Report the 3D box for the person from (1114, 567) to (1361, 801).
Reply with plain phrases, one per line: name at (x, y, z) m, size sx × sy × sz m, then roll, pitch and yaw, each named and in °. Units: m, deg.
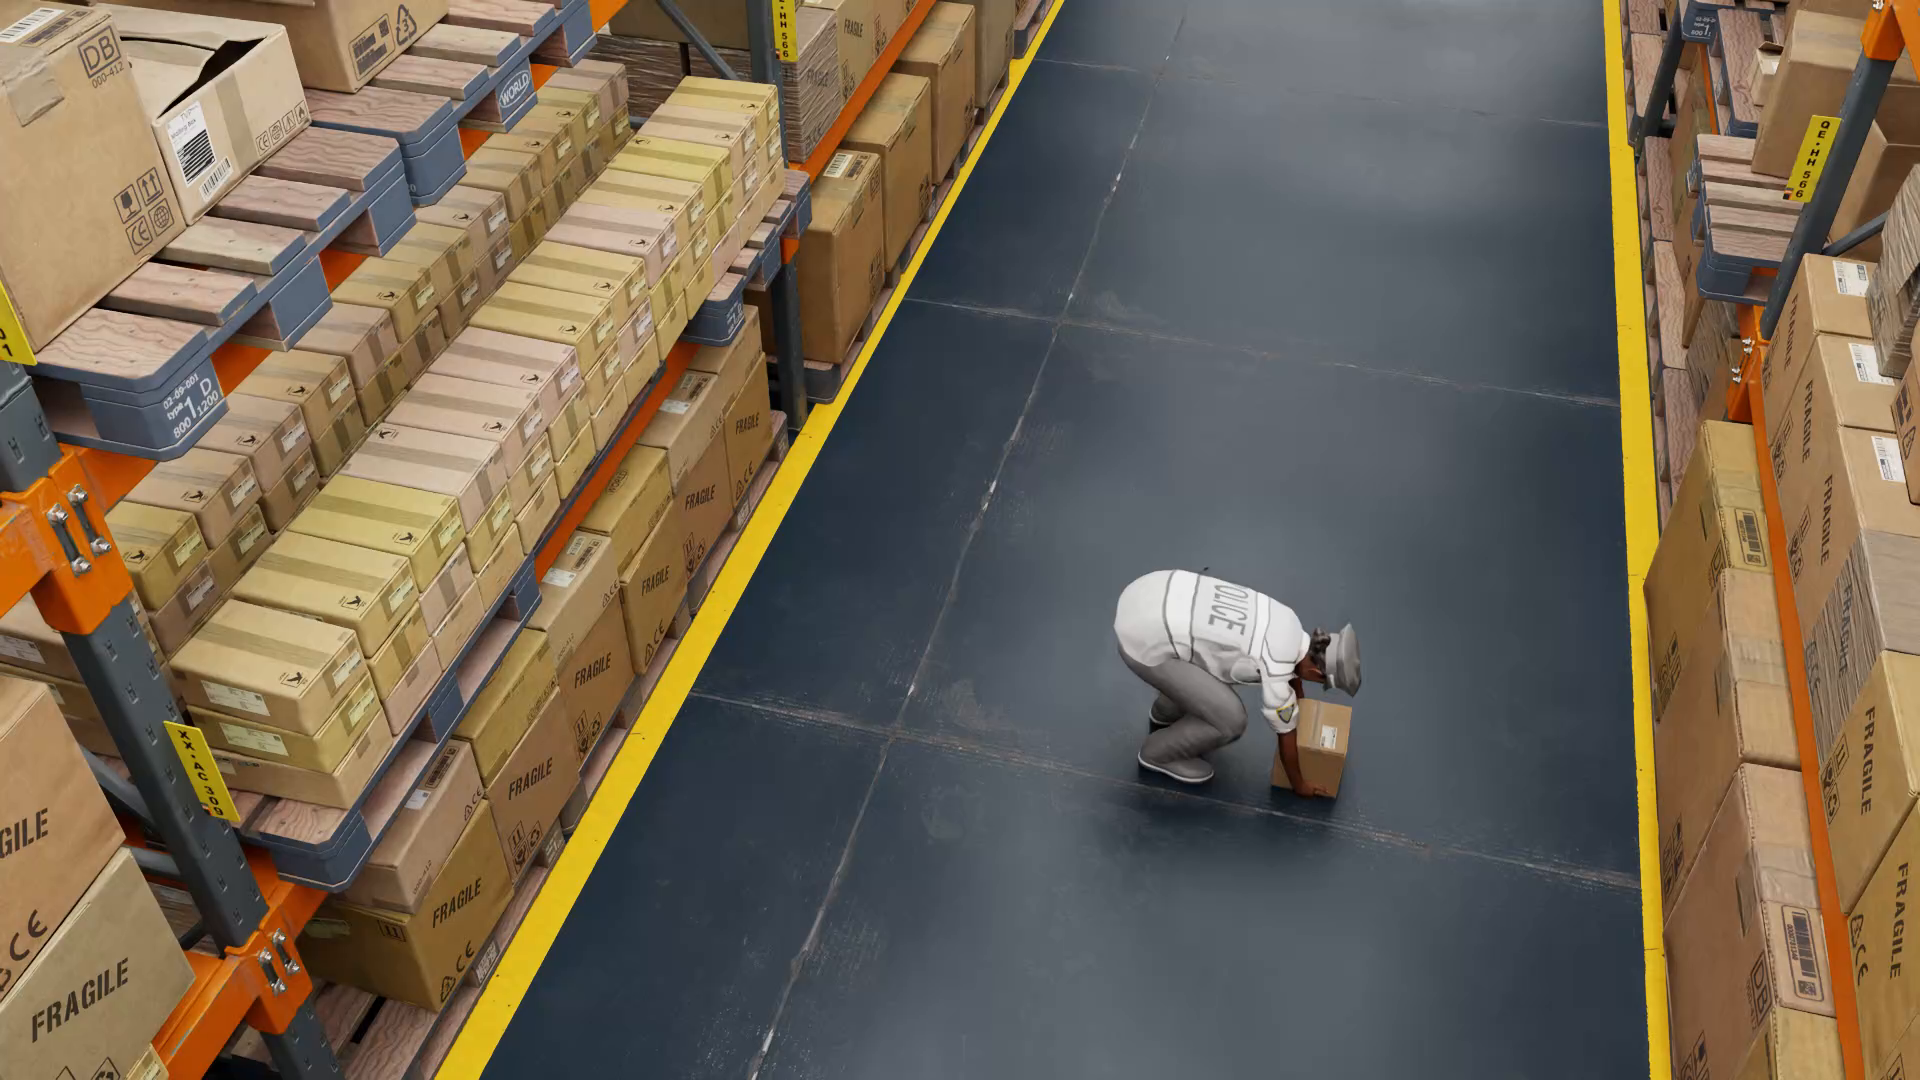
person at (1.021, 0.522, 6.207) m, size 0.913 × 0.842 × 0.470 m, roll 8°, pitch 42°, yaw 9°
